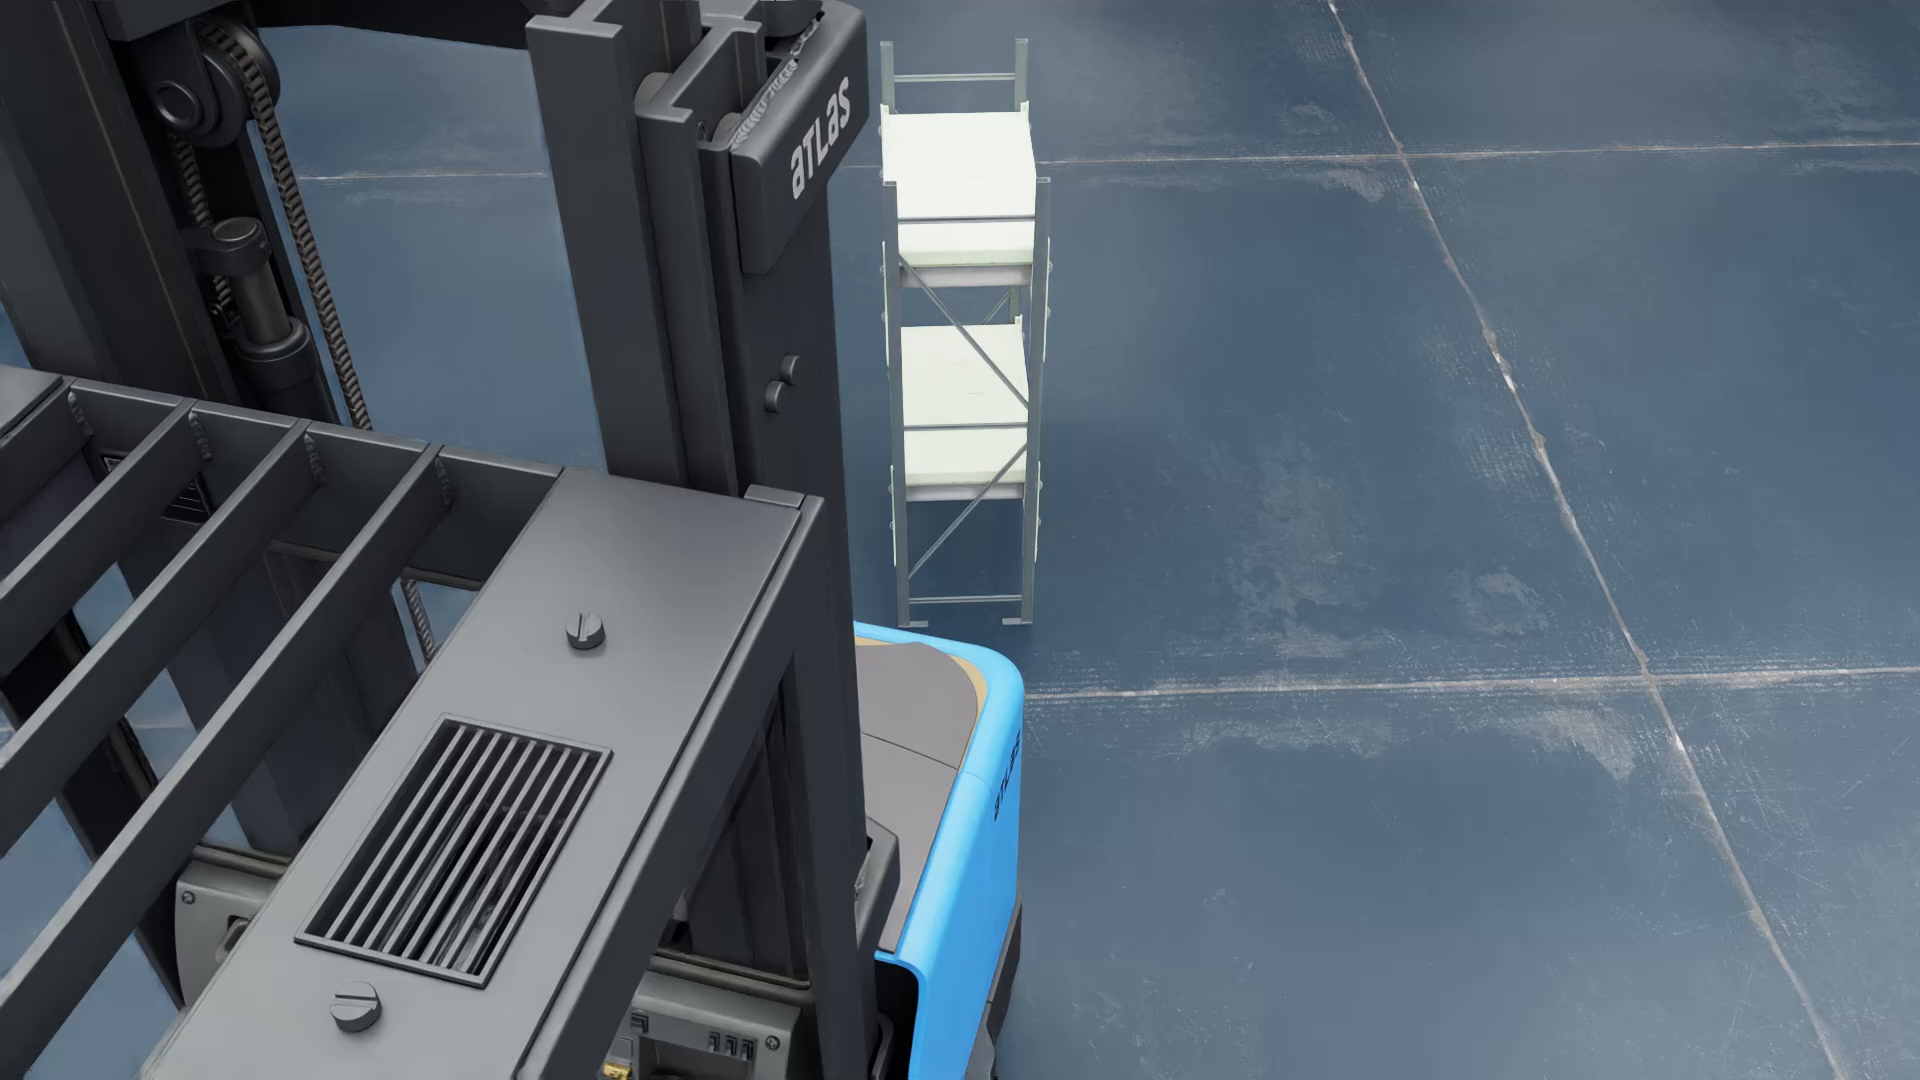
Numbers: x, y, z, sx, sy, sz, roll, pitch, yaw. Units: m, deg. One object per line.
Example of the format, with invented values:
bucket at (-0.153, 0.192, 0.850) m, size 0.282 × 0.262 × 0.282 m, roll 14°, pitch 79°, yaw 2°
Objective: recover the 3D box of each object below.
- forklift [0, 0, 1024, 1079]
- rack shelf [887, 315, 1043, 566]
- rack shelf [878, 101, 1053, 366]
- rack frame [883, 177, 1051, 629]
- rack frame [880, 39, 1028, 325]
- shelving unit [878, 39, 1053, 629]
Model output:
forklift at (-0.733, 0.819, 2.187) m, size 1.130 × 2.935 × 3.031 m, roll 10°, pitch 44°, yaw 11°
rack shelf at (0.000, -0.308, 4.959) m, size 0.431 × 0.370 × 0.720 m, roll -2°, pitch 43°, yaw -2°
rack shelf at (0.000, -0.836, 4.475) m, size 0.431 × 0.370 × 0.720 m, roll -2°, pitch 43°, yaw -2°
rack frame at (0.016, -0.301, 4.469) m, size 0.400 × 1.500 × 0.023 m, roll -2°, pitch 43°, yaw -2°
rack frame at (-0.015, -0.795, 5.008) m, size 0.400 × 1.500 × 0.023 m, roll -2°, pitch 43°, yaw -2°
shelving unit at (0.000, -0.548, 4.738) m, size 0.431 × 1.500 × 0.755 m, roll -2°, pitch 43°, yaw -2°
